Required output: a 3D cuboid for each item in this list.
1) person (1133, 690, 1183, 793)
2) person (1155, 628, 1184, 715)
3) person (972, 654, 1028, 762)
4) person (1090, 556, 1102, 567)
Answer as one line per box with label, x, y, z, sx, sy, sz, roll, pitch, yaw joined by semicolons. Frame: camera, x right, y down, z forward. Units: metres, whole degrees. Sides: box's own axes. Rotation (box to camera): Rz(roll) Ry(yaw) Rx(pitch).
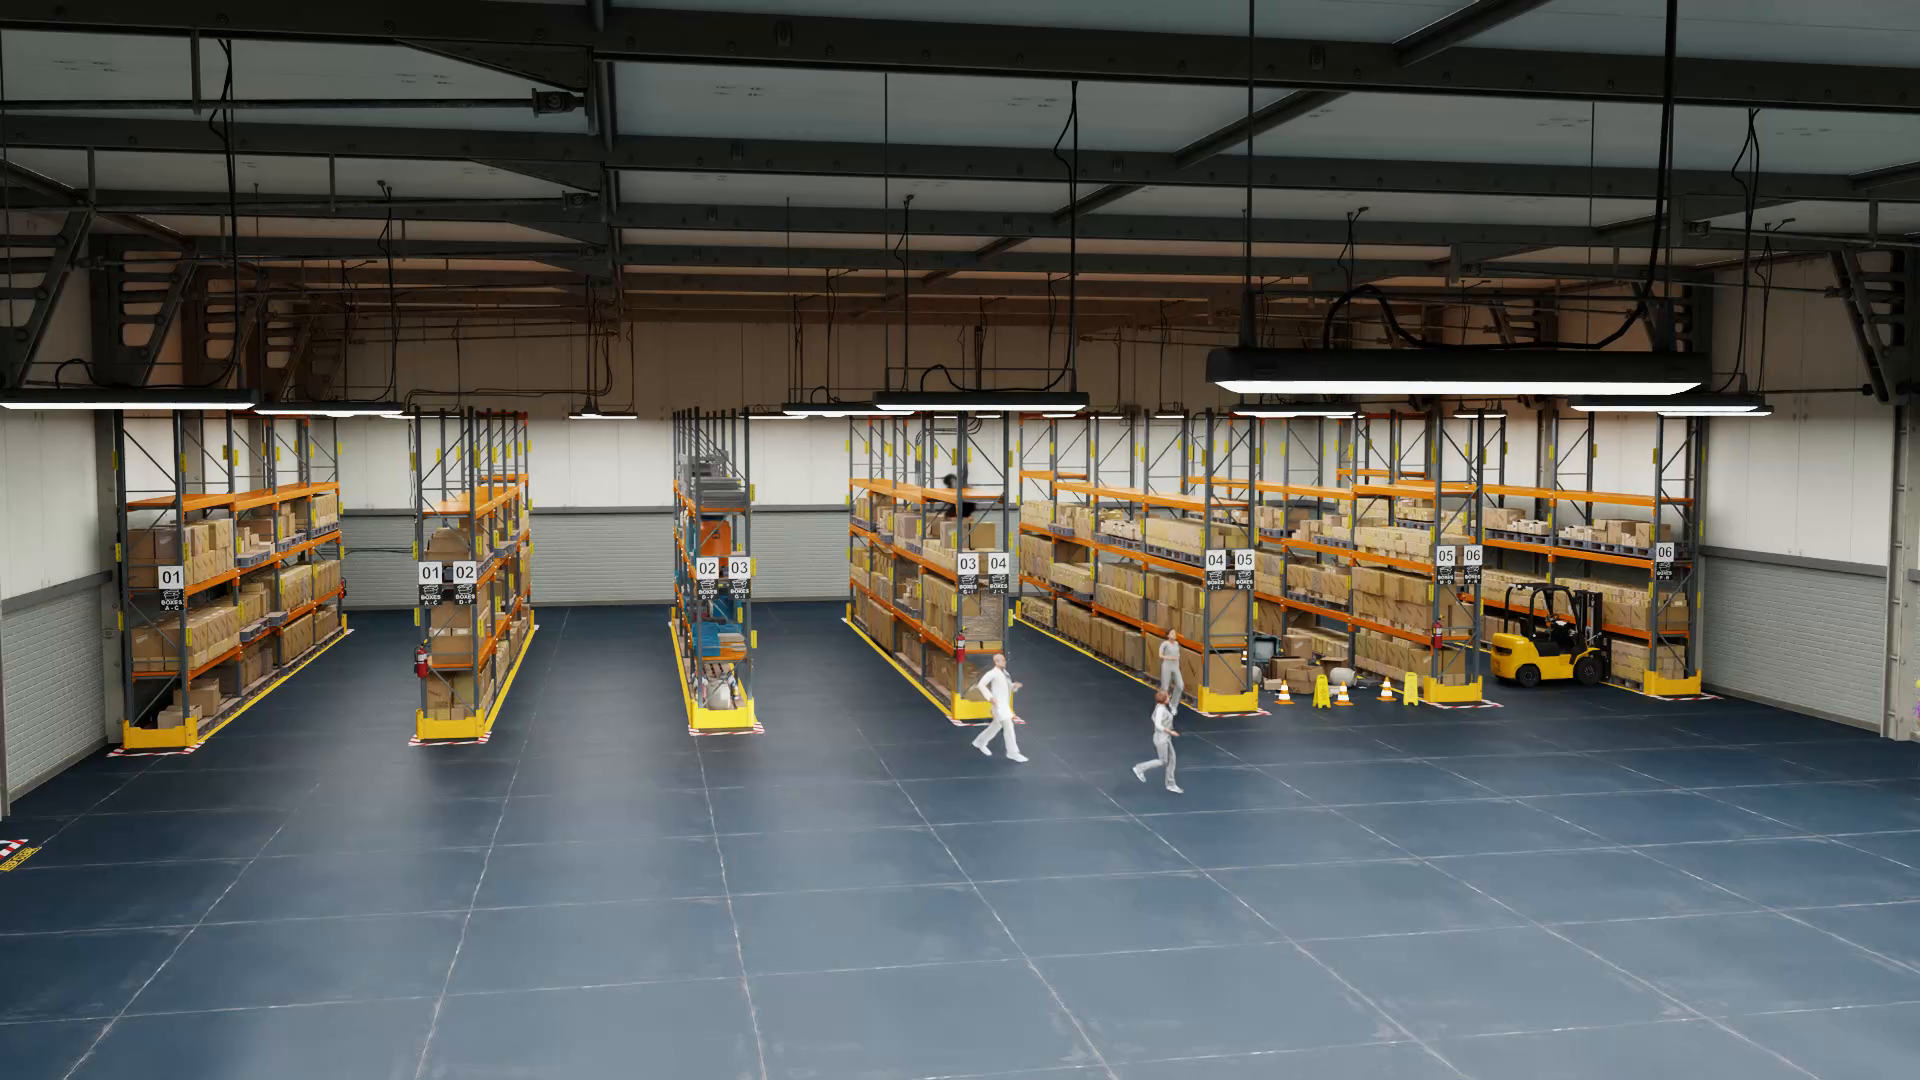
person;3.083;3.114;25.764;0.774;1.598;0.553;1;4;13
person;4.130;2.575;32.646;0.567;1.715;0.660;-2;4;-25
person;0.674;2.812;28.057;1.038;1.786;0.696;1;4;20
person;3.991;1.268;50.468;0.712;1.804;0.657;-1;4;-7
